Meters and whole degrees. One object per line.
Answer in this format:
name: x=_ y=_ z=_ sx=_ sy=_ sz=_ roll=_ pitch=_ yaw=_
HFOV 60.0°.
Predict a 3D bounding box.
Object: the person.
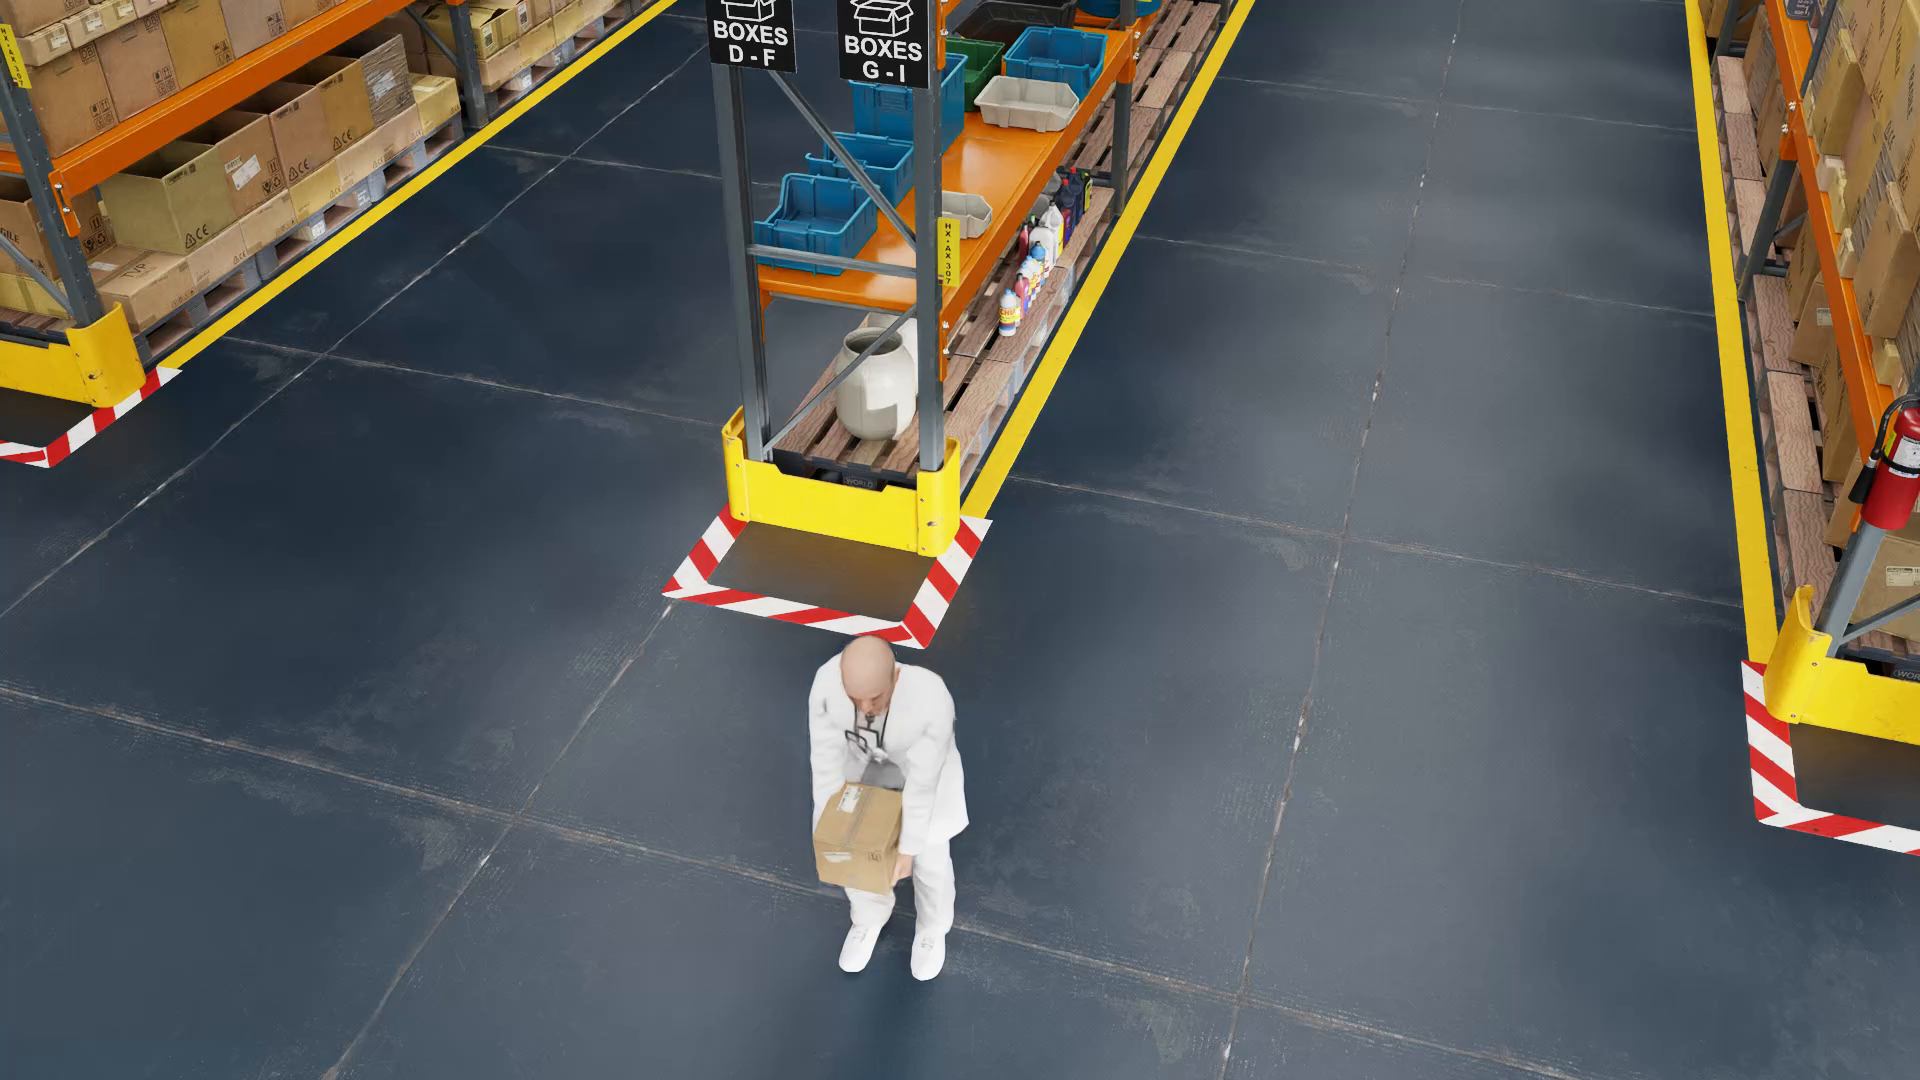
person: x=-0.258 y=0.892 z=5.782 sx=0.540 sy=1.689 sz=0.633 roll=10 pitch=38 yaw=13
